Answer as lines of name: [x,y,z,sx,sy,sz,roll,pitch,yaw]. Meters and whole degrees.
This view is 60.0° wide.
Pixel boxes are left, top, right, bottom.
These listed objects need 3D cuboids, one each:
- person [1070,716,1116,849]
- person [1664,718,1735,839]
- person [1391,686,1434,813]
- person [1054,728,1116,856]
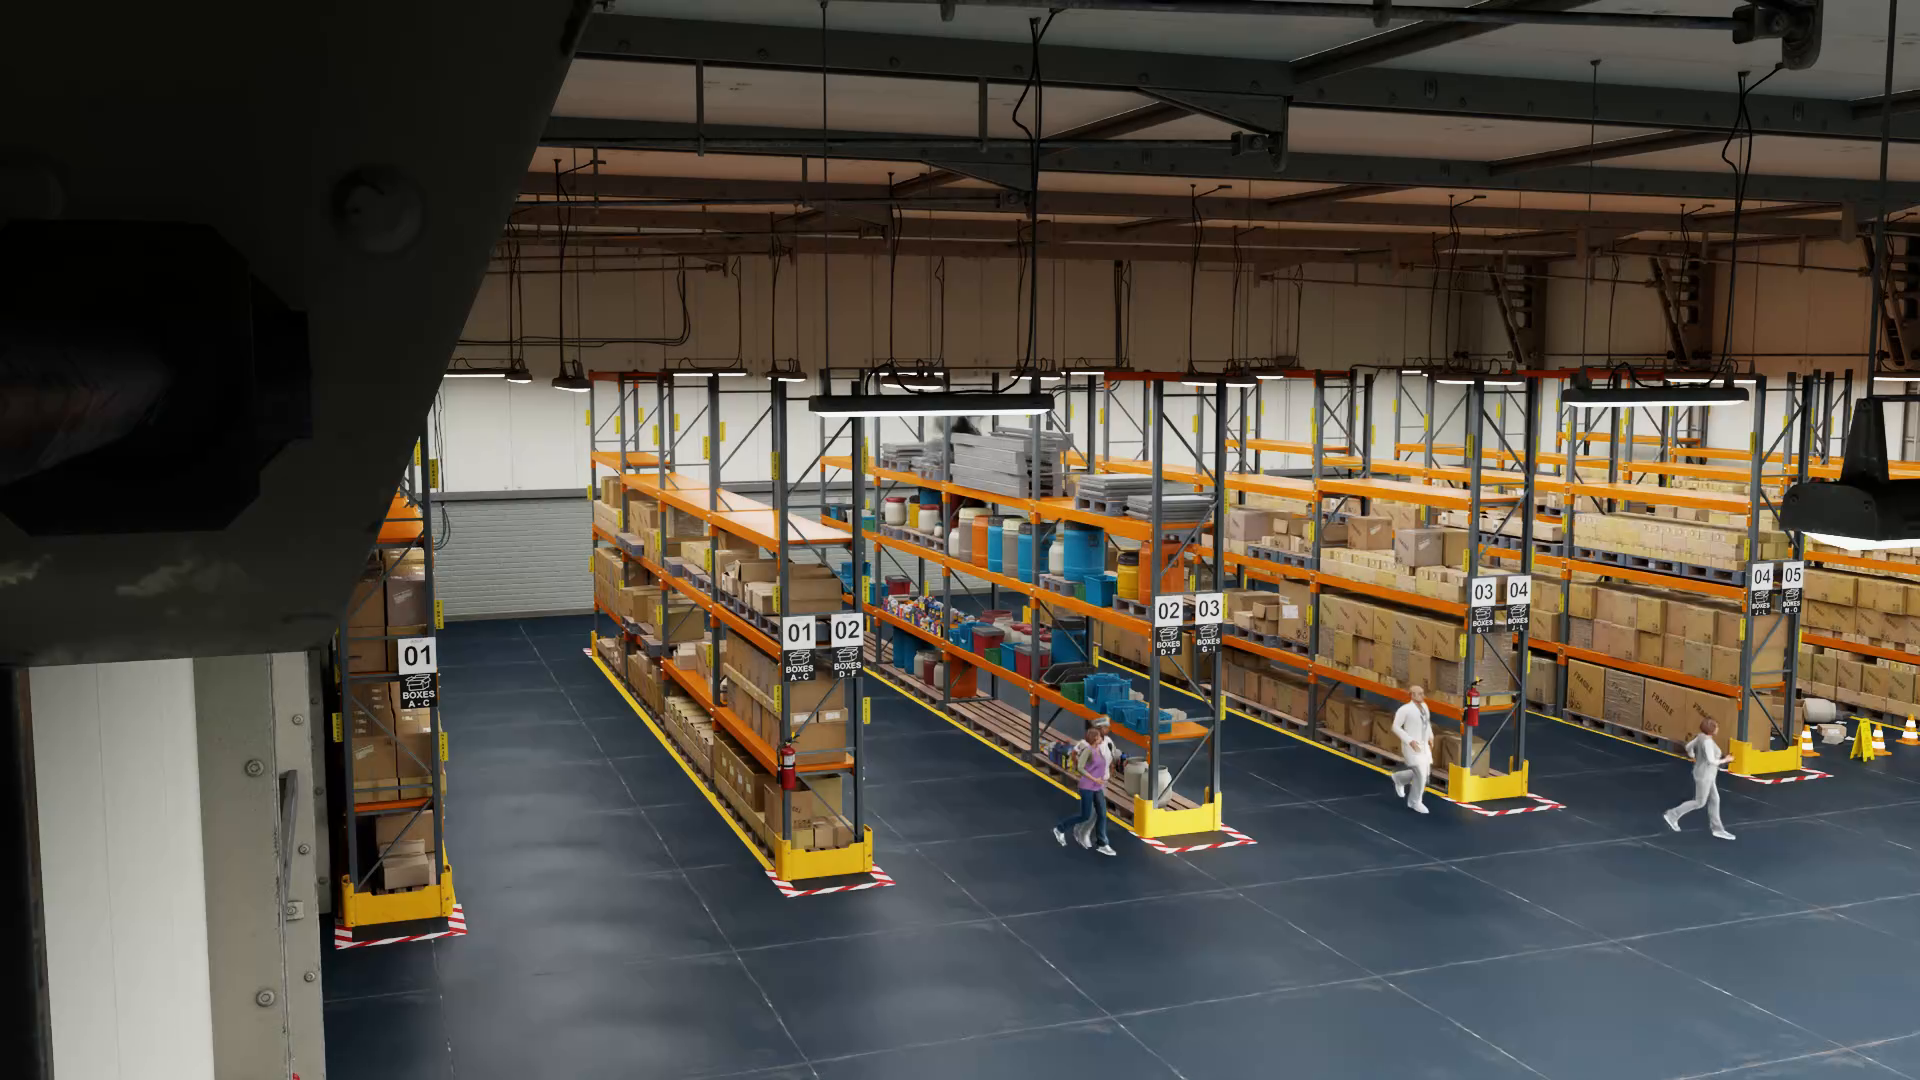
person: [1.760,3.117,21.527,0.592,1.694,0.627,-5,8,-40]
person: [9.678,3.100,21.700,0.877,1.585,0.538,2,7,17]
person: [6.303,2.880,23.255,0.743,1.733,0.715,-5,8,-38]
person: [1.685,3.179,21.241,0.864,1.559,0.597,4,7,31]
